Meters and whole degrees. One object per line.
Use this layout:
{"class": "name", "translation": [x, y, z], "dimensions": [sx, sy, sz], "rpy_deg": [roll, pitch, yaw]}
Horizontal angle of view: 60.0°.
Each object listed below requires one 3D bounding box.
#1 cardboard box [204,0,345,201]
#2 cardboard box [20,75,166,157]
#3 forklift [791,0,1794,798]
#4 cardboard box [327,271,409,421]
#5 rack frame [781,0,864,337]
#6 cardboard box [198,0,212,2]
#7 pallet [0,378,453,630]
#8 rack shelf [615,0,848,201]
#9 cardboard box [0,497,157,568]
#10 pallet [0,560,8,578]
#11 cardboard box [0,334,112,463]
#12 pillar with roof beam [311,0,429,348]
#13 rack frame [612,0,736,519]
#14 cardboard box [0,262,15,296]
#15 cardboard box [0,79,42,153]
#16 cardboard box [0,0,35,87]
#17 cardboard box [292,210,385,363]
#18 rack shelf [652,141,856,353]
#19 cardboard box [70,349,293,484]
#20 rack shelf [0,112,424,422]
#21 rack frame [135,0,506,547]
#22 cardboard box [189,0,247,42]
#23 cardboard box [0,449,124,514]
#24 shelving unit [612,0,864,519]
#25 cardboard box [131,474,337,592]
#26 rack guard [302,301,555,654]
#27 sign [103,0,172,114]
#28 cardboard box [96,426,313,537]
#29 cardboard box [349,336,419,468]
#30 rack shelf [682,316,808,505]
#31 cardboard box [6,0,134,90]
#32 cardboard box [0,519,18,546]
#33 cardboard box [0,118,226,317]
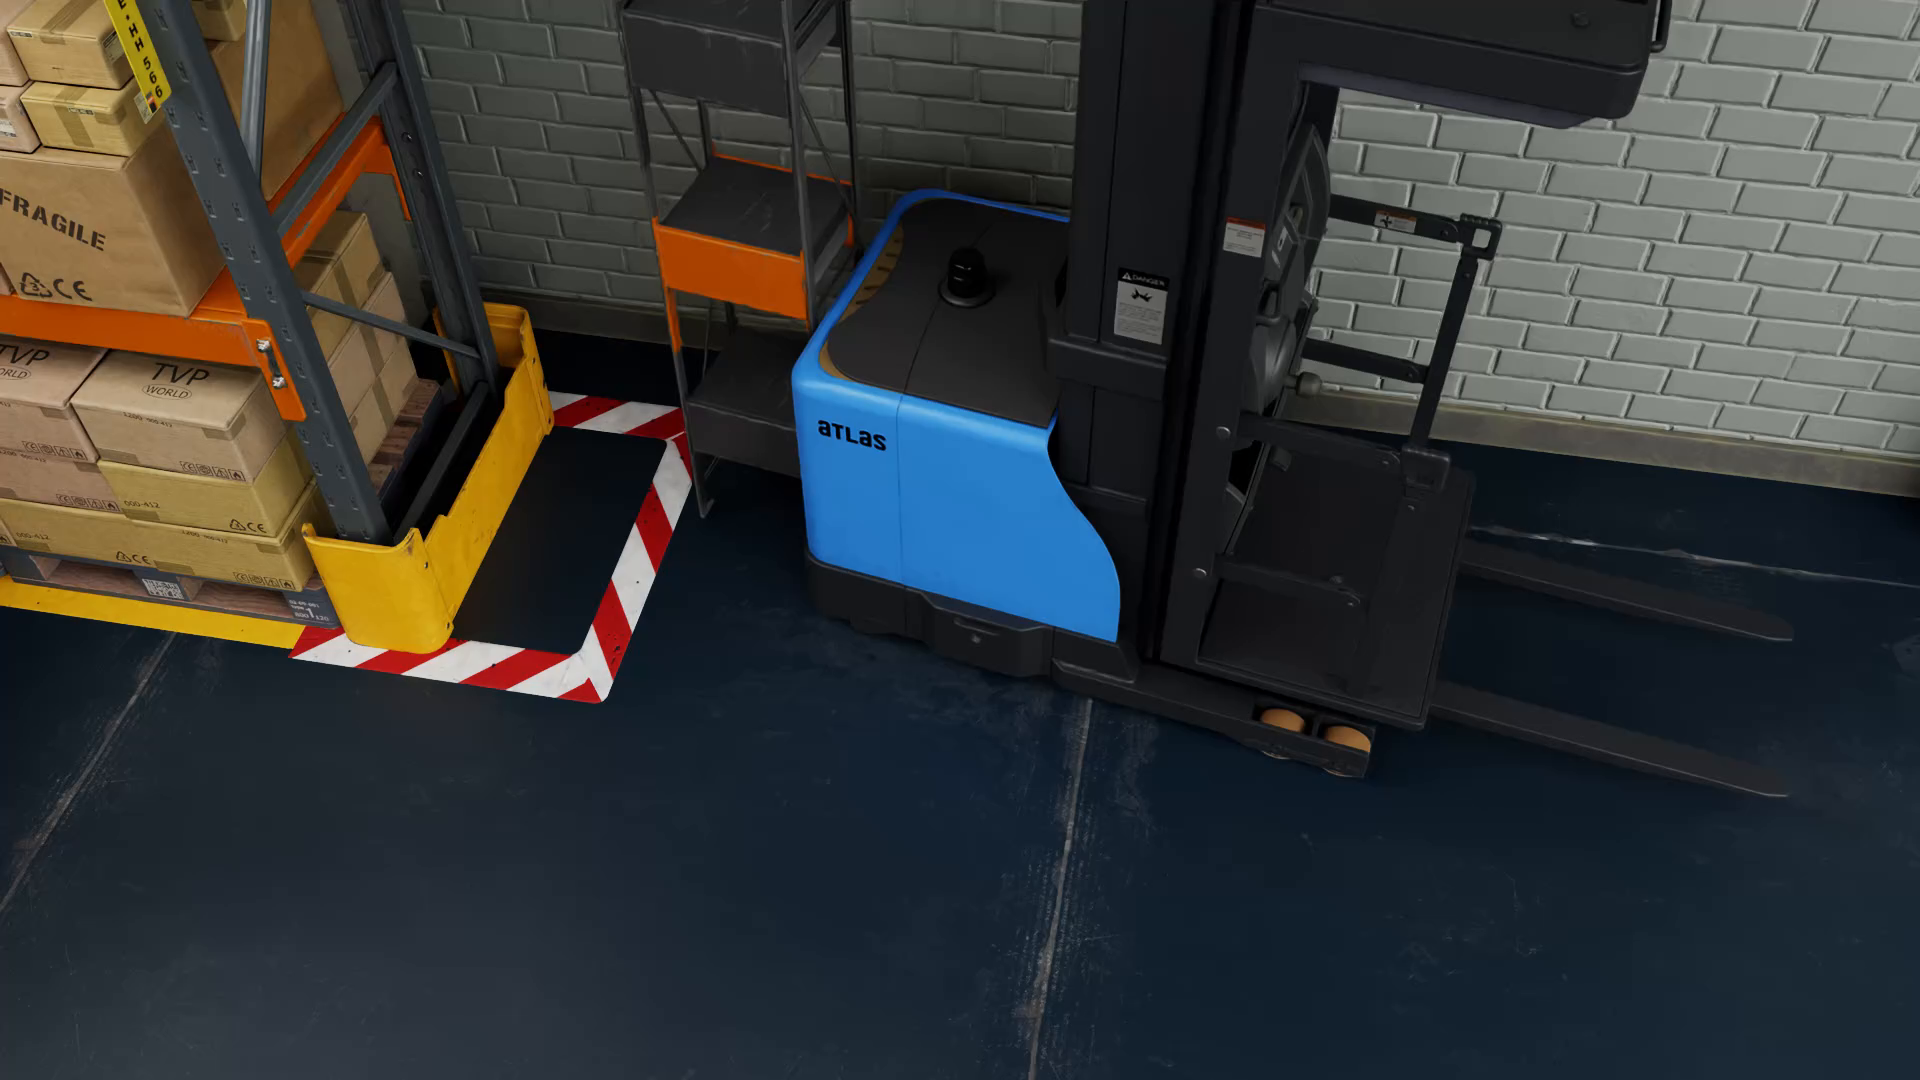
{"class": "cardboard box", "translation": [-2.222, -1.379, 4.905], "dimensions": [0.500, 0.500, 0.500], "rpy_deg": [9, 49, 8]}
{"class": "cardboard box", "translation": [-2.175, -1.168, 4.279], "dimensions": [0.250, 0.149, 0.380], "rpy_deg": [8, 49, 7]}
{"class": "forklift", "translation": [1.071, -0.704, 4.412], "dimensions": [3.031, 2.935, 1.130], "rpy_deg": [15, 50, 13]}
{"class": "cardboard box", "translation": [-2.209, -0.680, 5.574], "dimensions": [0.500, 0.250, 0.500], "rpy_deg": [8, 49, 8]}
{"class": "rack frame", "translation": [-0.375, -0.796, 5.054], "dimensions": [0.015, 2.100, 0.400], "rpy_deg": [15, 50, 13]}
{"class": "cardboard box", "translation": [-2.076, -1.627, 4.492], "dimensions": [0.250, 0.149, 0.380], "rpy_deg": [7, 48, 6]}
{"class": "pallet", "translation": [-2.544, -0.215, 5.802], "dimensions": [1.213, 0.211, 1.003], "rpy_deg": [8, 49, 7]}
{"class": "rack shelf", "translation": [-0.605, -1.316, 4.598], "dimensions": [0.480, 0.518, 0.431], "rpy_deg": [15, 50, 13]}
{"class": "cardboard box", "translation": [-2.790, -0.202, 5.481], "dimensions": [0.500, 0.250, 0.500], "rpy_deg": [8, 49, 7]}
{"class": "pallet", "translation": [-3.741, -0.379, 5.948], "dimensions": [1.213, 0.211, 1.003], "rpy_deg": [8, 49, 7]}
{"class": "cardboard box", "translation": [-2.796, -0.528, 5.102], "dimensions": [0.500, 0.250, 0.500], "rpy_deg": [8, 49, 8]}
{"class": "pillar with roof beam", "translation": [-3.074, -0.683, 0.314], "dimensions": [0.400, 9.000, 9.100], "rpy_deg": [8, 49, 7]}
{"class": "rack frame", "translation": [-0.835, -0.918, 5.163], "dimensions": [0.015, 2.100, 0.400], "rpy_deg": [15, 50, 13]}
{"class": "cardboard box", "translation": [-2.823, -1.059, 4.617], "dimensions": [0.500, 0.500, 0.500], "rpy_deg": [9, 49, 8]}
{"class": "cardboard box", "translation": [-2.431, -1.180, 4.290], "dimensions": [0.250, 0.149, 0.380], "rpy_deg": [8, 49, 7]}
{"class": "cardboard box", "translation": [-2.422, -1.330, 4.225], "dimensions": [0.250, 0.149, 0.380], "rpy_deg": [8, 49, 7]}
{"class": "cardboard box", "translation": [-2.223, -0.835, 5.377], "dimensions": [0.500, 0.250, 0.500], "rpy_deg": [7, 48, 6]}
{"class": "rack shelf", "translation": [-0.605, -0.848, 5.119], "dimensions": [0.480, 0.518, 0.431], "rpy_deg": [15, 50, 13]}
{"class": "cardboard box", "translation": [-2.292, -0.465, 5.045], "dimensions": [0.500, 0.250, 0.500], "rpy_deg": [9, 49, 8]}
{"class": "rack shelf", "translation": [-3.752, -1.101, 5.206], "dimensions": [4.000, 0.370, 1.077], "rpy_deg": [8, 49, 7]}
{"class": "rack frame", "translation": [-1.784, -1.077, 4.701], "dimensions": [0.127, 3.000, 1.000], "rpy_deg": [8, 49, 7]}
{"class": "cardboard box", "translation": [-2.071, -1.562, 4.634], "dimensions": [0.250, 0.149, 0.380], "rpy_deg": [7, 48, 6]}
{"class": "cardboard box", "translation": [-2.810, -0.375, 5.301], "dimensions": [0.500, 0.250, 0.500], "rpy_deg": [7, 48, 6]}
{"class": "shelving unit", "translation": [-0.605, -0.857, 5.109], "dimensions": [0.503, 2.100, 0.431], "rpy_deg": [15, 50, 13]}
{"class": "cardboard box", "translation": [-2.302, -0.129, 5.416], "dimensions": [0.500, 0.250, 0.500], "rpy_deg": [8, 49, 7]}
{"class": "rack guard", "translation": [-1.760, -0.238, 5.628], "dimensions": [0.348, 0.500, 1.175], "rpy_deg": [8, 49, 7]}
{"class": "sign", "translation": [-1.894, -1.148, 3.827], "dimensions": [0.005, 0.325, 0.100], "rpy_deg": [8, 49, 7]}
{"class": "cardboard box", "translation": [-2.318, -0.301, 5.234], "dimensions": [0.500, 0.250, 0.500], "rpy_deg": [7, 48, 6]}
{"class": "cardboard box", "translation": [-2.232, -0.506, 5.755], "dimensions": [0.500, 0.250, 0.500], "rpy_deg": [8, 49, 7]}
{"class": "rack shelf", "translation": [-0.605, -0.380, 5.639], "dimensions": [0.480, 0.518, 0.431], "rpy_deg": [15, 50, 13]}
{"class": "cardboard box", "translation": [-2.174, -1.320, 4.216], "dimensions": [0.250, 0.149, 0.380], "rpy_deg": [8, 49, 7]}
{"class": "cardboard box", "translation": [-3.281, -0.275, 5.546], "dimensions": [0.500, 0.250, 0.500], "rpy_deg": [8, 49, 7]}
{"class": "cardboard box", "translation": [-2.315, -0.983, 4.550], "dimensions": [0.500, 0.500, 0.500], "rpy_deg": [7, 48, 6]}
